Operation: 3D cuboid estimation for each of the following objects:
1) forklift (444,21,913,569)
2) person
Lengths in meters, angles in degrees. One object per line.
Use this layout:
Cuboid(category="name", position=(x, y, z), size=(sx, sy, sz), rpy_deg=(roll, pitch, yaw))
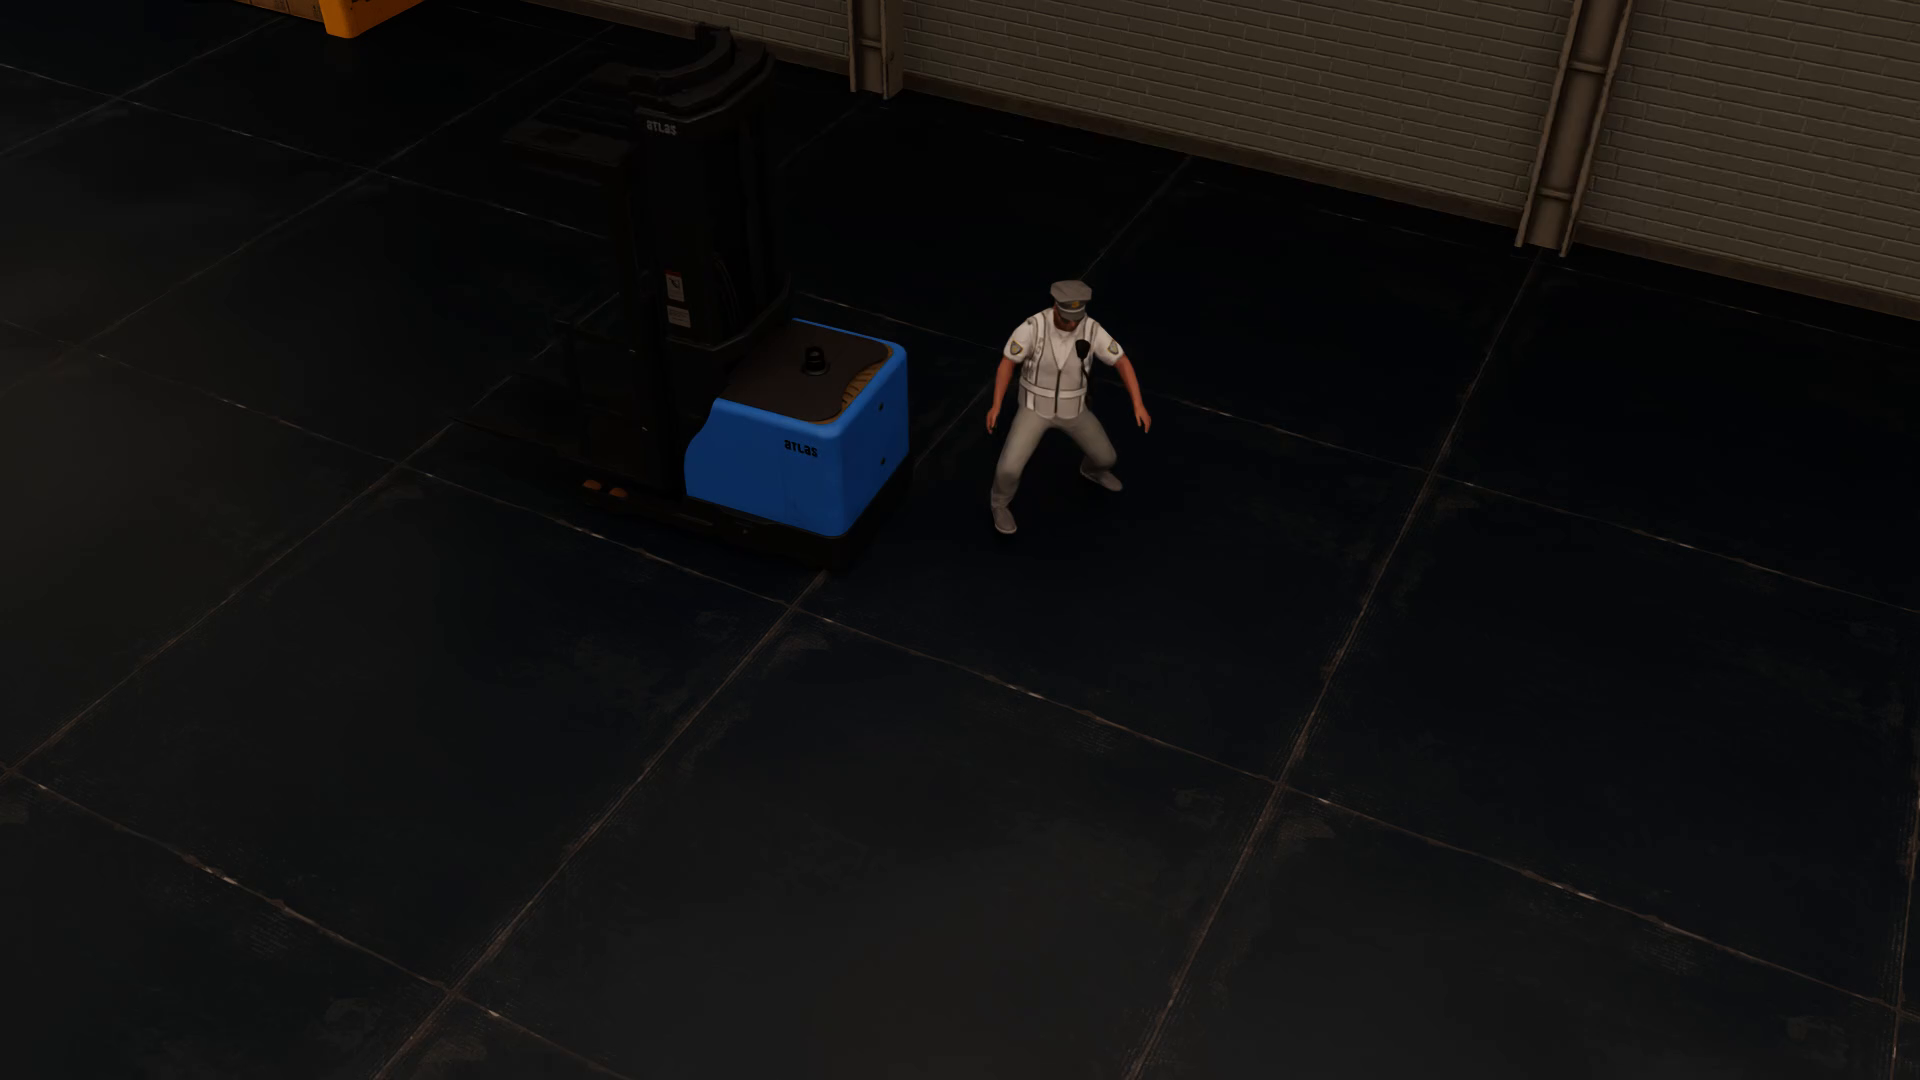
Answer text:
Cuboid(category="forklift", position=(-1.865, -1.577, 9.859), size=(3.031, 2.935, 1.130), rpy_deg=(16, 43, 18))
Cuboid(category="person", position=(0.640, -0.818, 10.020), size=(0.972, 1.627, 0.727), rpy_deg=(-1, 40, -2))
